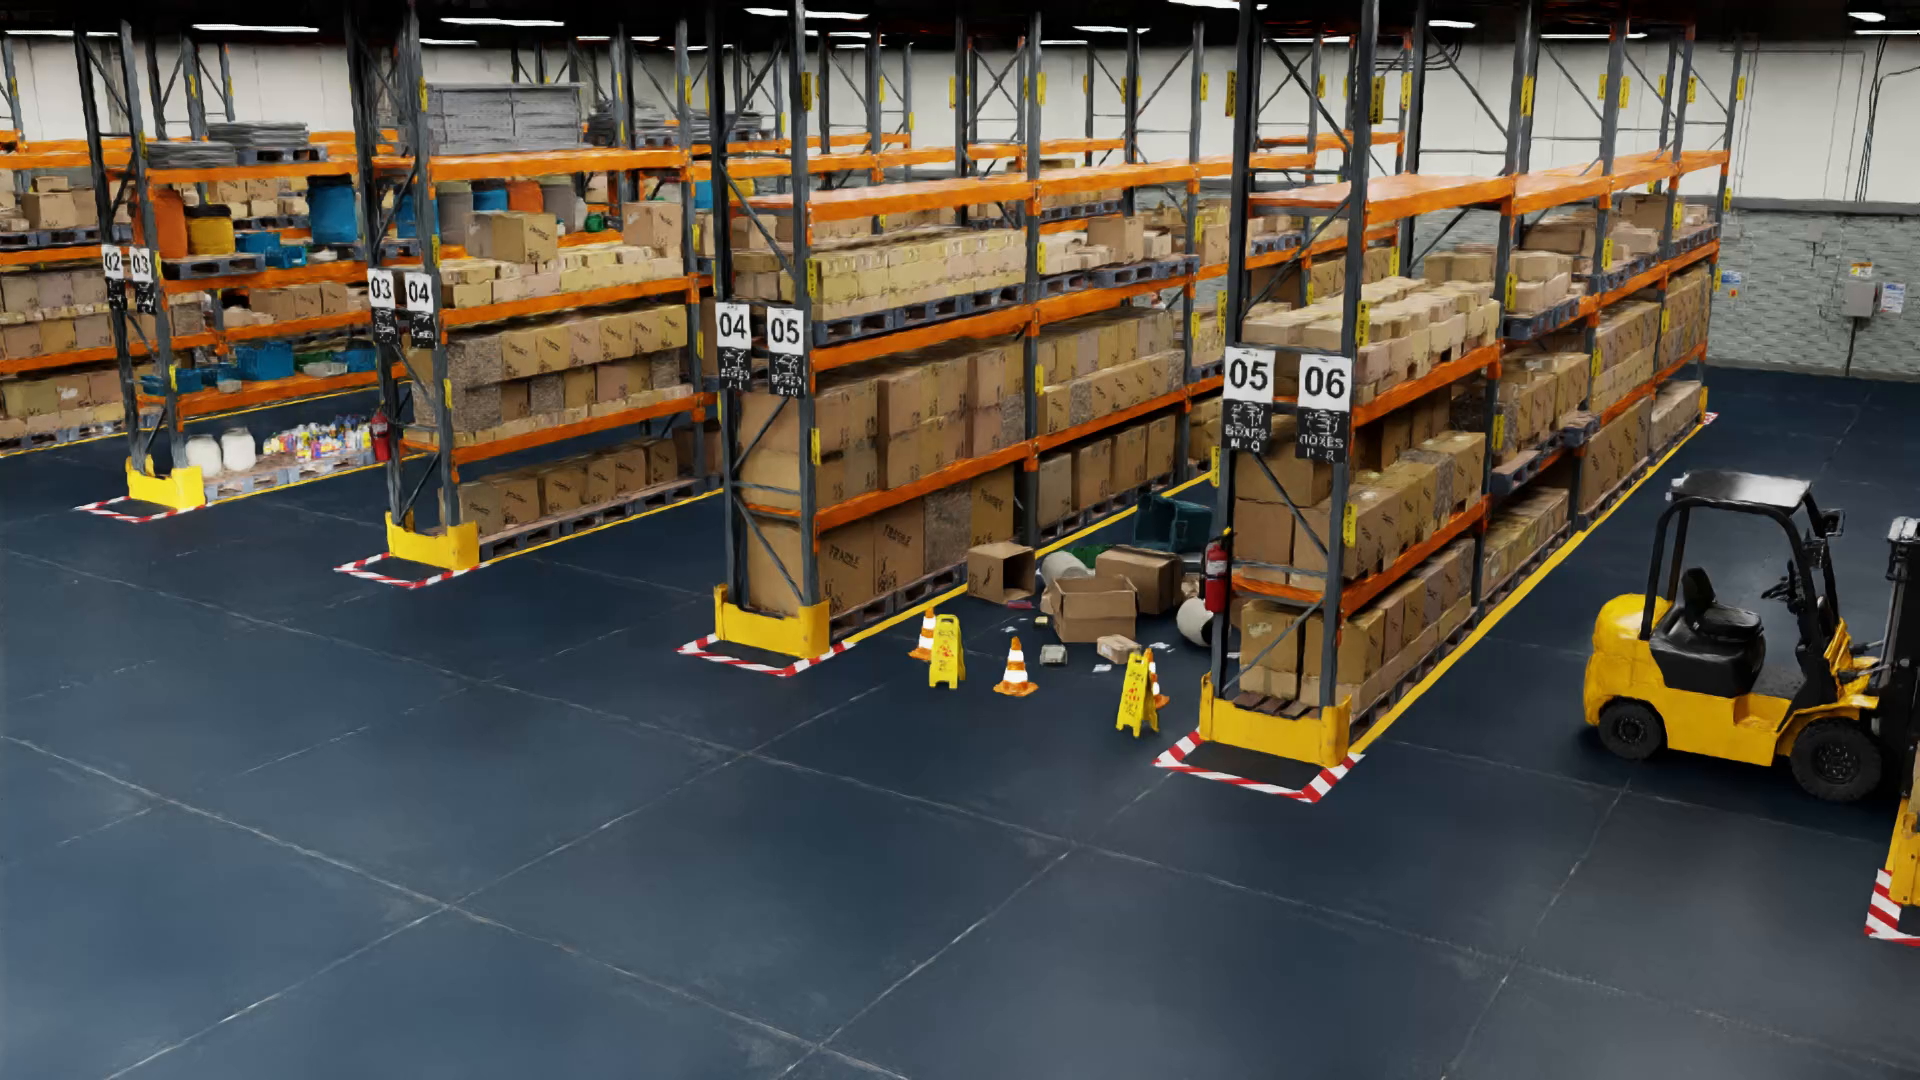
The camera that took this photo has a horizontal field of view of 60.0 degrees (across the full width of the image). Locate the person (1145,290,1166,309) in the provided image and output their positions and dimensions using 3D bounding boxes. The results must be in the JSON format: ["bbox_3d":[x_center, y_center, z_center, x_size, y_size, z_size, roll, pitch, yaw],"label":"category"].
[{"bbox_3d":[3.452,-3.687,29.444,0.445,1.591,1.106,9,18,29],"label":"person"}]

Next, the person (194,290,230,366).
[{"bbox_3d":[-13.472,-3.784,29.575,0.598,1.693,1.194,11,19,34],"label":"person"}]
